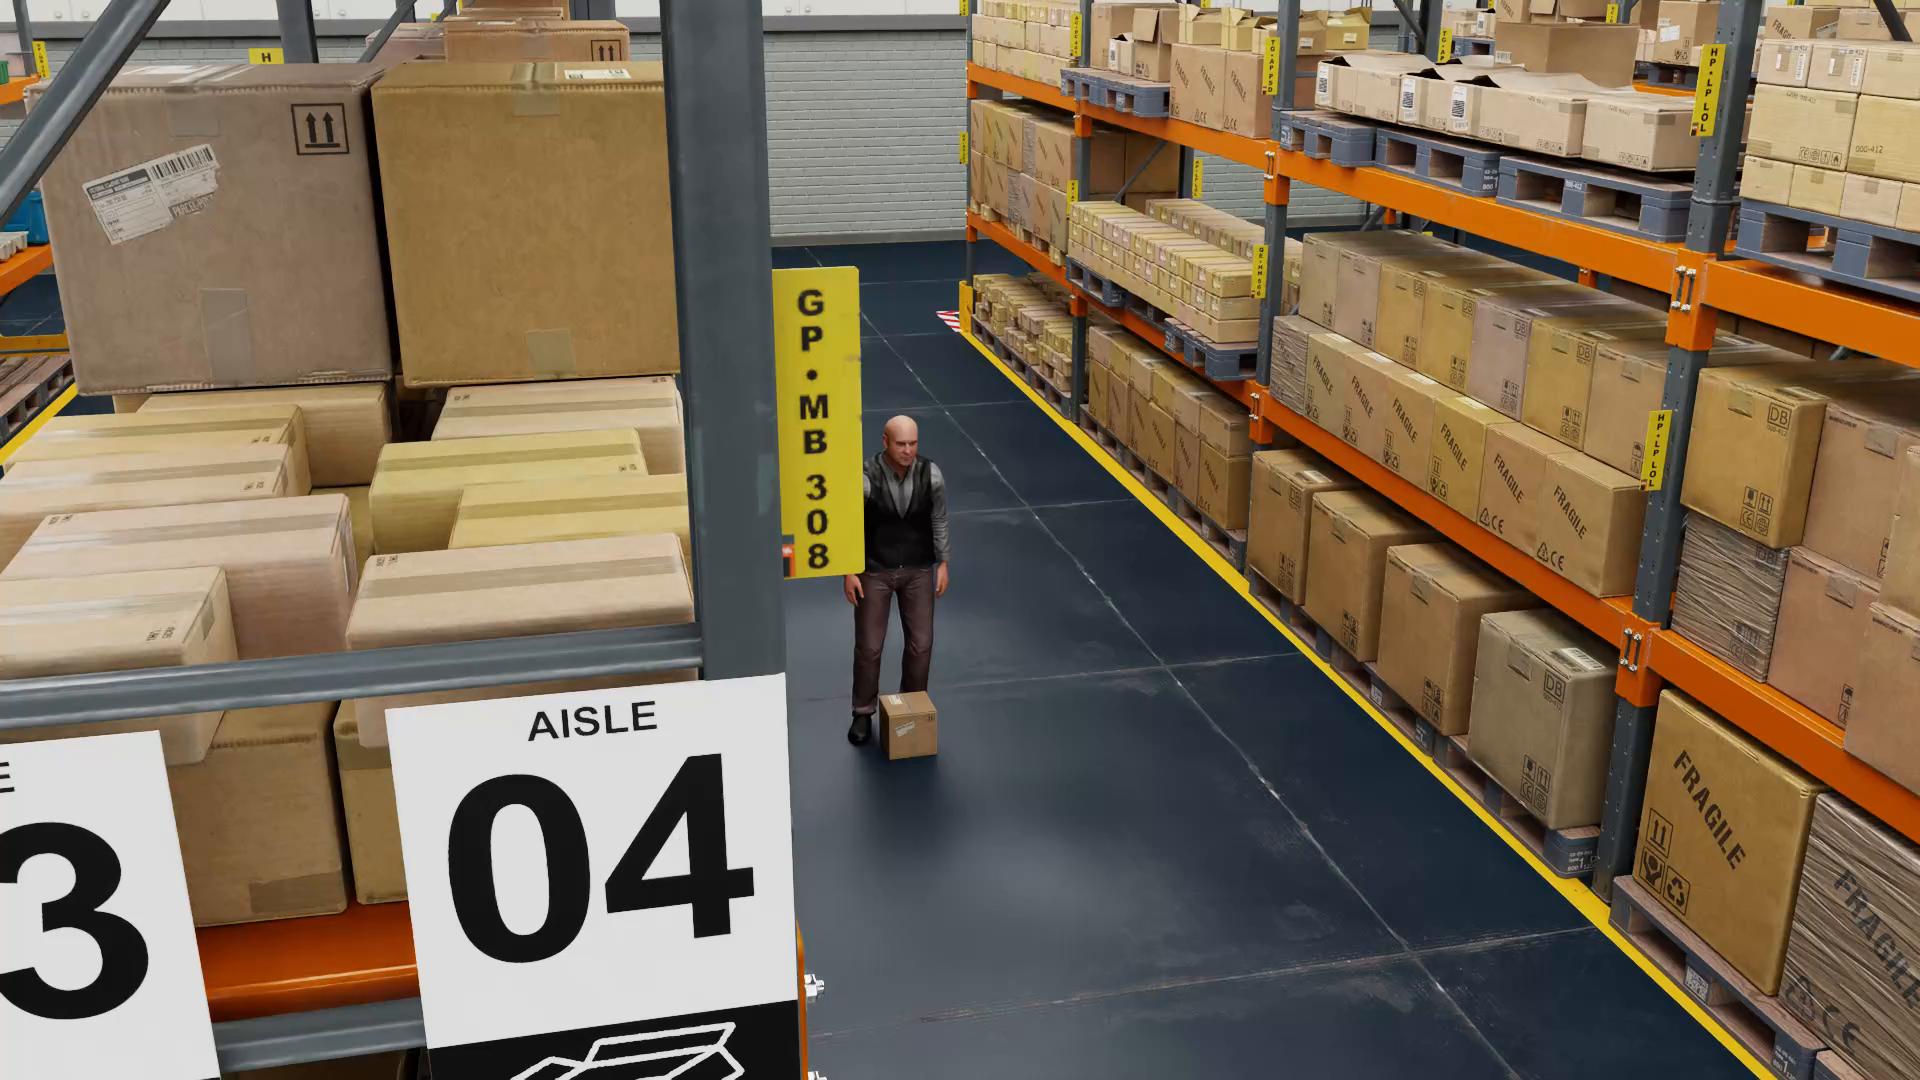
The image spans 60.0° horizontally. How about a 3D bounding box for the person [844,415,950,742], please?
[{"bbox_3d":[-0.338,0.173,8.618,0.589,1.720,0.422,-6,20,-16],"label":"person"}]
